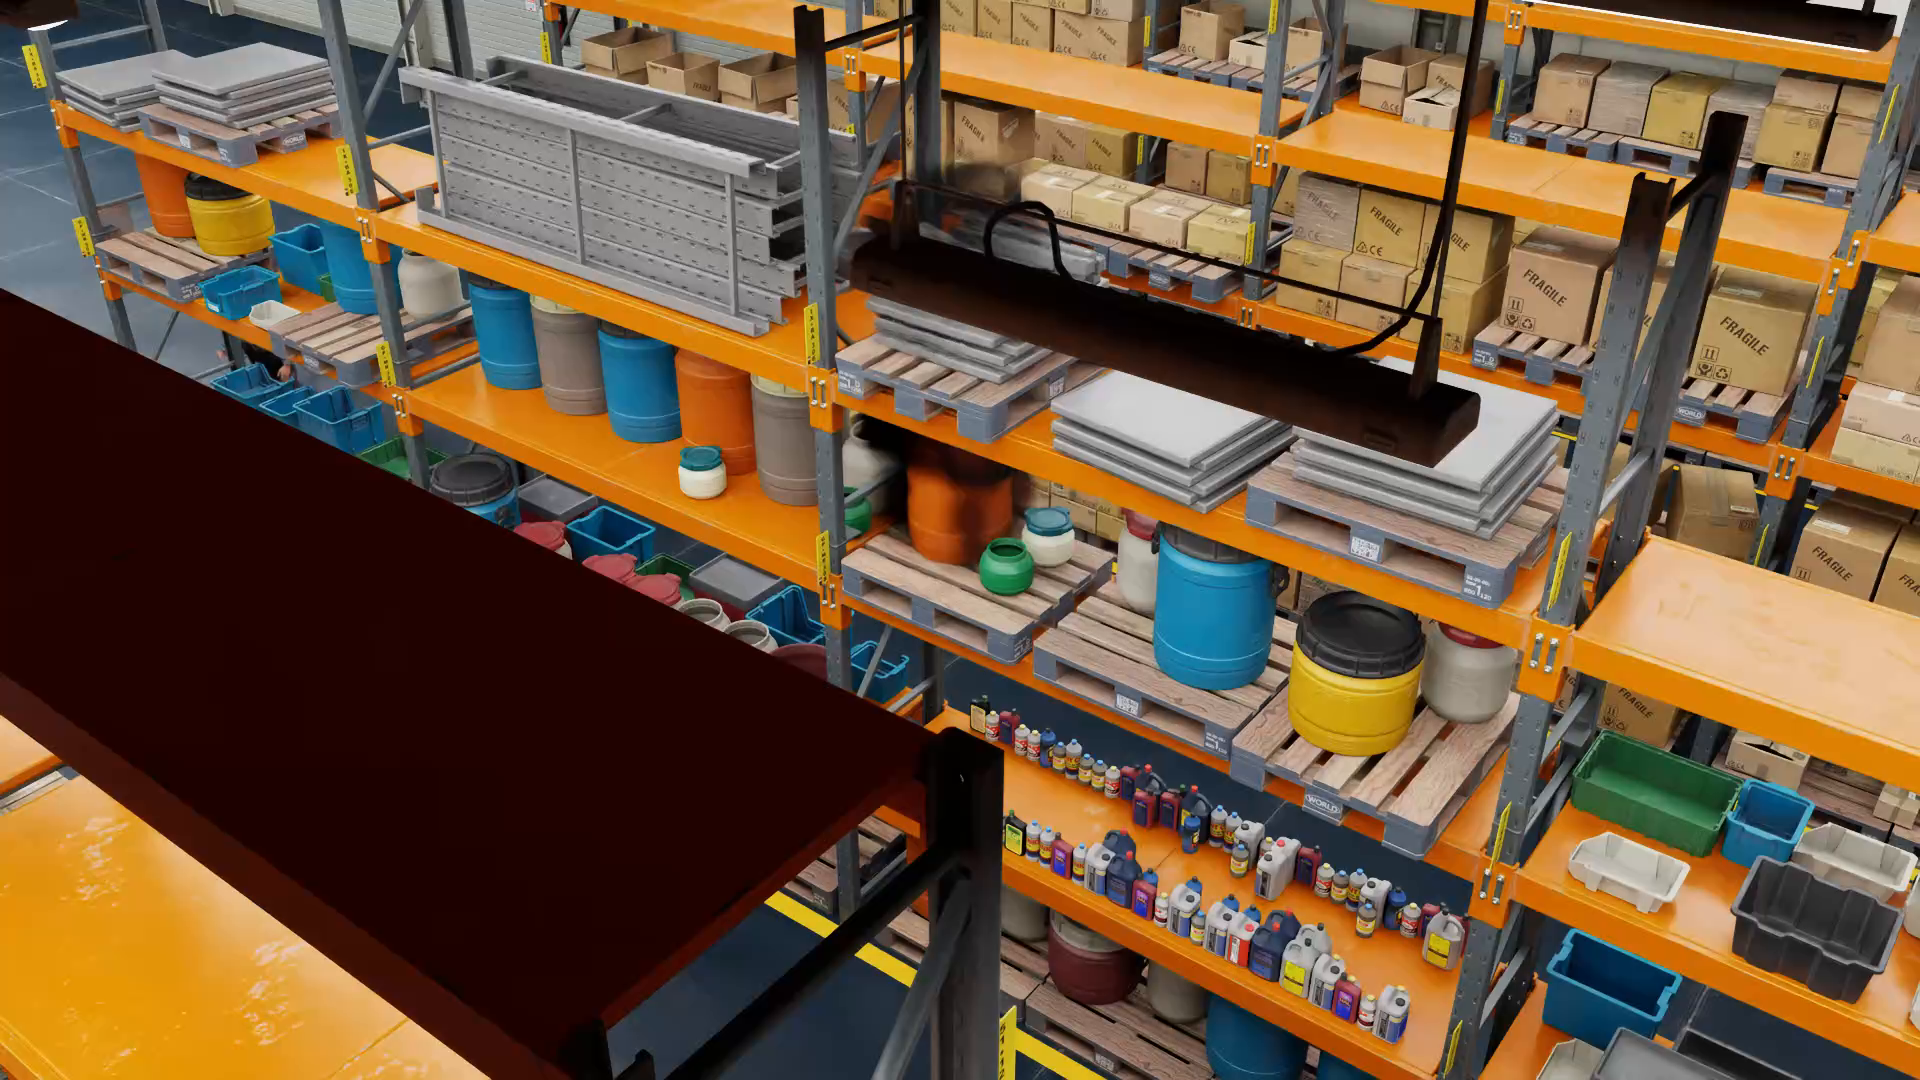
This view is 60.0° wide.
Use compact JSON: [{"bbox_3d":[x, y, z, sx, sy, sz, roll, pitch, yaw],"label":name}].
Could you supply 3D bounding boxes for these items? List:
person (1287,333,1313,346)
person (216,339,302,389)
[{"bbox_3d":[3.414,-1.550,16.258,0.715,1.646,0.614,12,33,19],"label":"person"},{"bbox_3d":[-6.698,-1.609,16.292,0.962,1.671,0.573,-12,33,-19],"label":"person"}]
